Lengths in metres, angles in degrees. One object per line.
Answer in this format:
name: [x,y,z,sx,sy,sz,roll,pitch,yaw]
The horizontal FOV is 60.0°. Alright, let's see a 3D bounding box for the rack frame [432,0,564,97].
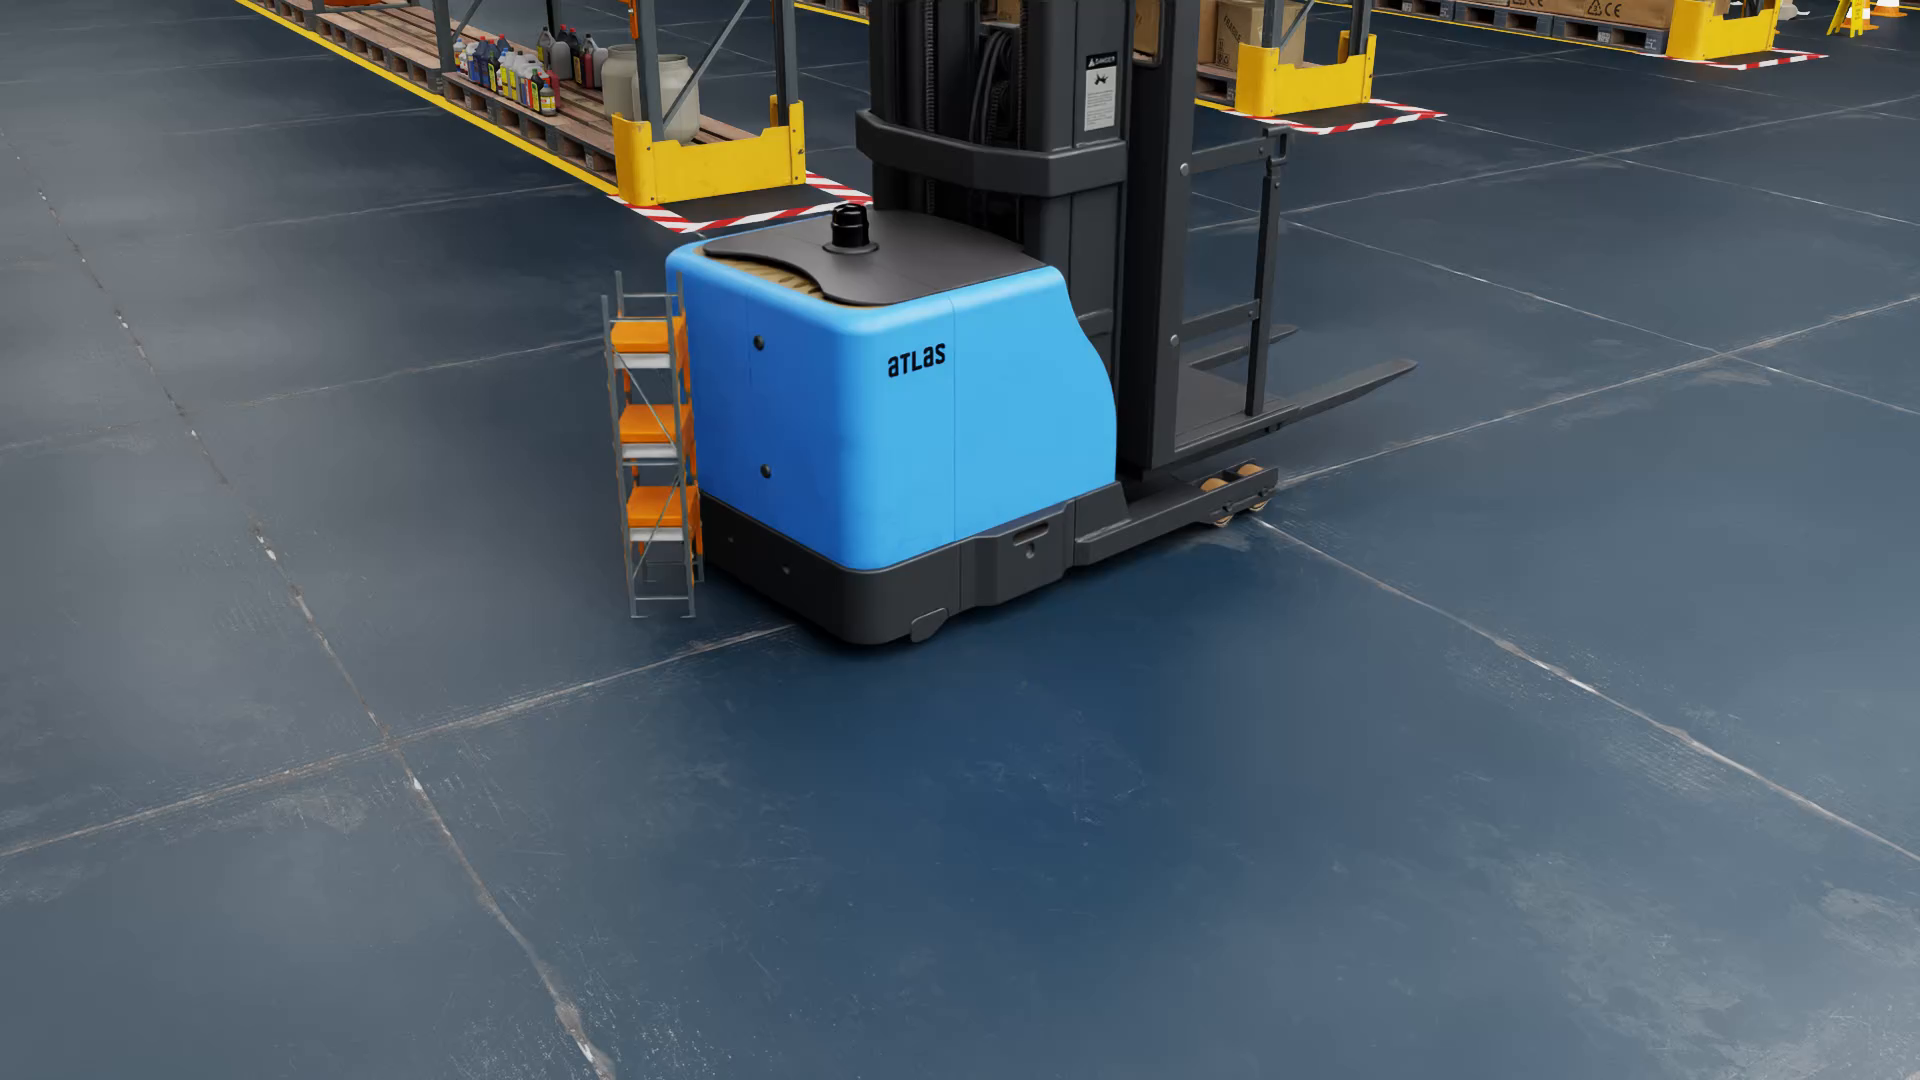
rack frame: [-3.640,-4.963,12.750,1.000,3.000,0.127,-16,29,-30]

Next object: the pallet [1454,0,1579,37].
pallet: [5.741,-5.249,16.622,1.003,0.211,1.213,-16,29,-30]

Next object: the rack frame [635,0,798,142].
rack frame: [-1.456,-3.533,9.720,1.000,3.000,0.127,-16,29,-30]

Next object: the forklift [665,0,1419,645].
forklift: [0.508,-1.525,5.546,3.031,2.935,1.130,-21,32,-37]

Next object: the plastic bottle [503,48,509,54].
plastic bottle: [-3.366,-3.519,12.372,0.097,0.271,0.097,0,25,0]

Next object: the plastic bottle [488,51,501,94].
plastic bottle: [-3.388,-3.412,12.131,0.061,0.283,0.133,-14,29,-27]

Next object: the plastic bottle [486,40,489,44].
plastic bottle: [-3.545,-3.634,12.600,0.061,0.283,0.133,-16,29,-30]

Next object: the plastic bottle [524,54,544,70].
plastic bottle: [-3.101,-3.369,12.048,0.152,0.276,0.135,-16,29,-30]

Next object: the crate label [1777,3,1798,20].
crate label: [8.456,-5.441,17.116,0.298,0.136,0.250,12,28,24]

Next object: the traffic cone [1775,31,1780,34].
traffic cone: [7.805,-5.180,16.181,0.336,0.463,0.334,-16,29,-30]

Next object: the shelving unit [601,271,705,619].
shelving unit: [-0.934,-0.281,5.112,0.215,1.050,0.252,0,26,-1]

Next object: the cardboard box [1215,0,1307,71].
cardboard box: [2.367,-3.974,13.090,0.500,0.500,0.500,-10,27,-20]

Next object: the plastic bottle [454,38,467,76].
plastic bottle: [-3.833,-3.712,12.781,0.097,0.271,0.097,0,25,0]

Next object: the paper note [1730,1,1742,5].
paper note: [8.475,-5.862,18.144,0.148,0.019,0.142,-6,26,-12]

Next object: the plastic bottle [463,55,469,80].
plastic bottle: [-3.722,-3.608,12.642,0.097,0.201,0.097,0,25,0]

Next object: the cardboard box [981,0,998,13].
cardboard box: [0.193,-5.411,16.111,0.700,0.500,0.500,-18,31,-33]

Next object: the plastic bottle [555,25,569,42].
plastic bottle: [-3.046,-3.801,12.876,0.144,0.351,0.185,-16,30,-31]

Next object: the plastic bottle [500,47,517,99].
plastic bottle: [-3.211,-3.359,11.940,0.144,0.351,0.185,-16,30,-30]

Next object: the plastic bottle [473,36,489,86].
plastic bottle: [-3.547,-3.579,12.405,0.144,0.351,0.185,-15,29,-28]

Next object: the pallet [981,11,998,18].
pallet: [0.084,-5.135,16.380,1.003,0.211,1.213,-16,29,-30]

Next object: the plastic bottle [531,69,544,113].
plastic bottle: [-2.905,-3.096,11.460,0.061,0.283,0.133,-15,29,-28]

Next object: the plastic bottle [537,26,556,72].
plastic bottle: [-3.167,-3.768,12.805,0.144,0.351,0.185,-16,29,-30]

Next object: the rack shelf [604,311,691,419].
rack shelf: [-0.933,-0.528,4.994,0.215,0.259,0.240,0,26,-1]

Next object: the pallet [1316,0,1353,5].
pallet: [4.237,-6.235,18.710,1.003,0.211,1.213,-16,29,-30]

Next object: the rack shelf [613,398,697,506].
rack shelf: [-0.934,-0.272,5.116,0.215,0.259,0.240,0,26,-1]

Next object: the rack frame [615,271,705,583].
rack frame: [-0.937,-0.334,5.222,0.200,1.050,0.008,0,26,-1]

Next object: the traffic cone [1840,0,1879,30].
traffic cone: [8.937,-5.322,16.482,0.336,0.463,0.334,-16,29,-30]

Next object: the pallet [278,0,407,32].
pallet: [-6.288,-5.405,16.953,1.003,0.211,1.213,-16,29,-30]

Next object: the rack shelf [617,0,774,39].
rack shelf: [-2.548,-3.923,11.388,1.077,0.370,4.000,-16,29,-30]

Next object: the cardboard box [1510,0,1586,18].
cardboard box: [5.997,-5.577,16.047,0.875,0.875,0.875,-16,30,-30]

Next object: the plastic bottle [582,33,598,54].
plastic bottle: [-2.765,-3.617,12.486,0.144,0.351,0.185,-16,29,-30]

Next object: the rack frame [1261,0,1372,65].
rack frame: [2.694,-4.687,12.165,1.000,3.000,0.127,-16,29,-30]

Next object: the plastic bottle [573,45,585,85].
plastic bottle: [-2.837,-3.554,12.430,0.061,0.283,0.133,-16,29,-30]

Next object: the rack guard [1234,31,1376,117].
rack guard: [2.652,-3.584,12.756,1.175,0.500,0.348,-16,29,-30]

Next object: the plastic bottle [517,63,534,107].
plastic bottle: [-3.016,-3.201,11.692,0.152,0.276,0.135,-16,30,-31]

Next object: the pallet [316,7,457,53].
pallet: [-5.433,-4.847,15.770,1.003,0.211,1.213,-16,29,-30]

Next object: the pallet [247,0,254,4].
pallet: [-7.620,-6.278,18.802,1.003,0.211,1.213,-16,29,-30]

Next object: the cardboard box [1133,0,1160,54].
cardboard box: [1.686,-4.408,14.010,0.500,0.500,0.500,-13,28,-25]

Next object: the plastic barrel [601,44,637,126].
plastic barrel: [-2.153,-2.994,11.002,0.421,0.512,0.421,0,25,0]

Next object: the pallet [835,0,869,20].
pallet: [-0.586,-5.572,17.305,1.003,0.211,1.213,-16,29,-30]

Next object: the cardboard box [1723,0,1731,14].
cardboard box: [7.917,-5.906,17.671,0.637,0.503,0.797,7,26,15]

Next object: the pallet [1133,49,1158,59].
pallet: [1.577,-4.188,14.374,1.003,0.211,1.213,-16,29,-30]

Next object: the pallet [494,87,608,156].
pallet: [-2.638,-3.016,11.891,1.003,0.211,1.213,-16,29,-30]
